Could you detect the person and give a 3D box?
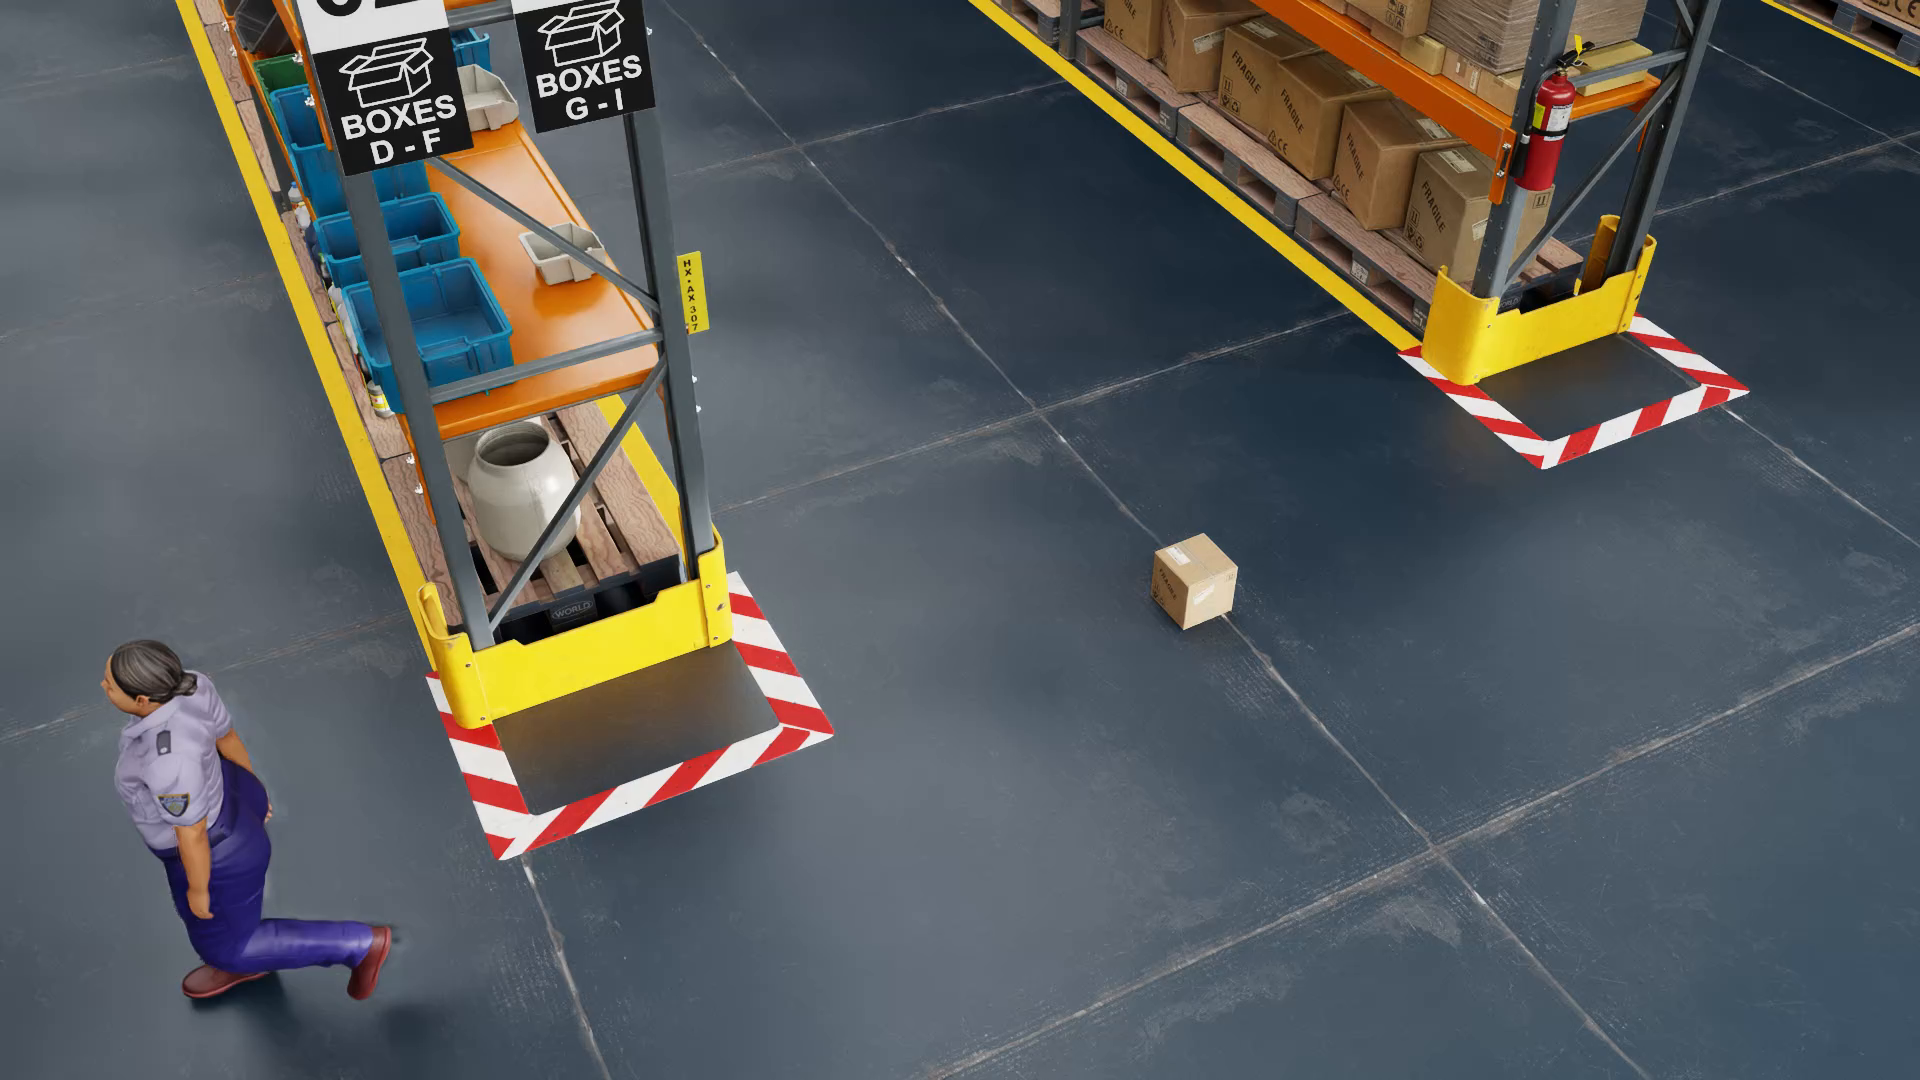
[{"bbox_3d":[-2.259,0.903,5.136,0.735,1.607,0.471,-12,43,-13],"label":"person"}]
